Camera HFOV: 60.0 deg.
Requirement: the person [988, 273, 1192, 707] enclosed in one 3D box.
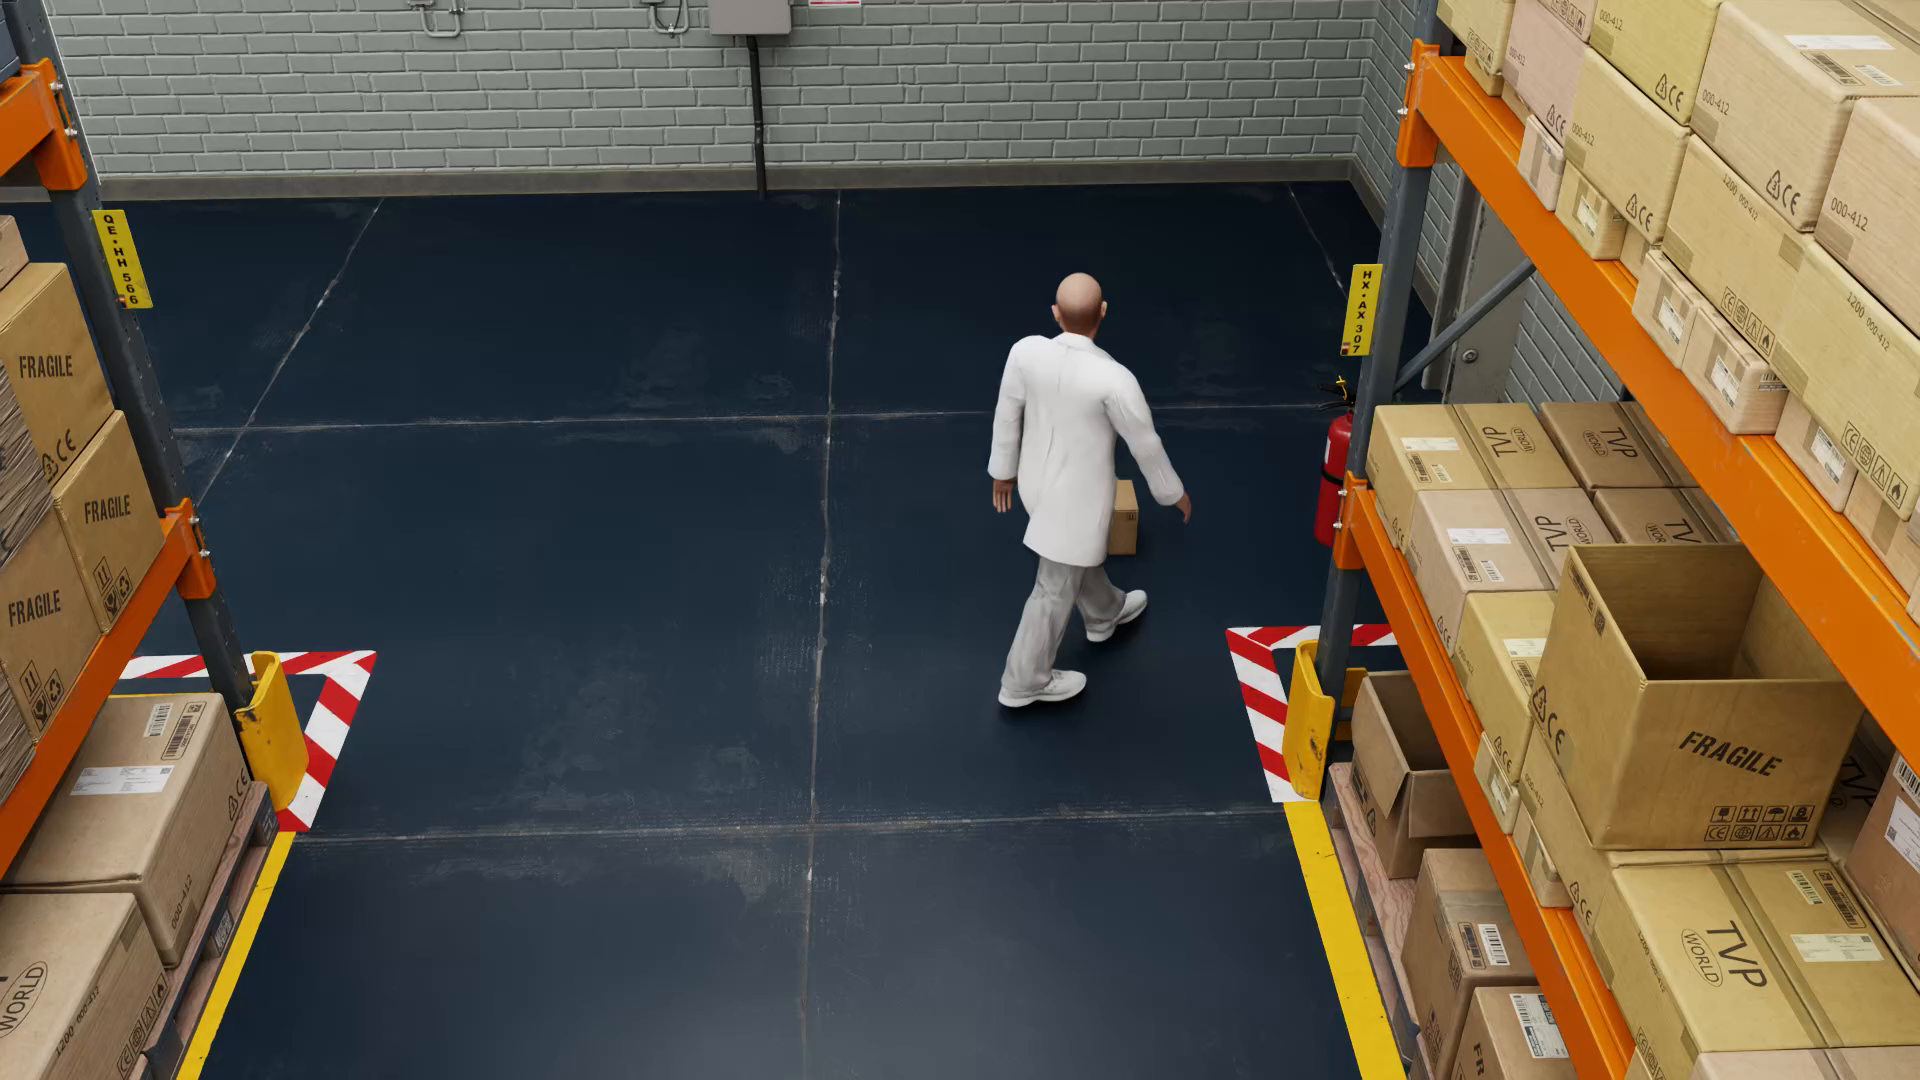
[{"bbox_3d":[0.509,-0.219,6.445,0.700,1.738,0.938,30,44,35],"label":"person"}]
